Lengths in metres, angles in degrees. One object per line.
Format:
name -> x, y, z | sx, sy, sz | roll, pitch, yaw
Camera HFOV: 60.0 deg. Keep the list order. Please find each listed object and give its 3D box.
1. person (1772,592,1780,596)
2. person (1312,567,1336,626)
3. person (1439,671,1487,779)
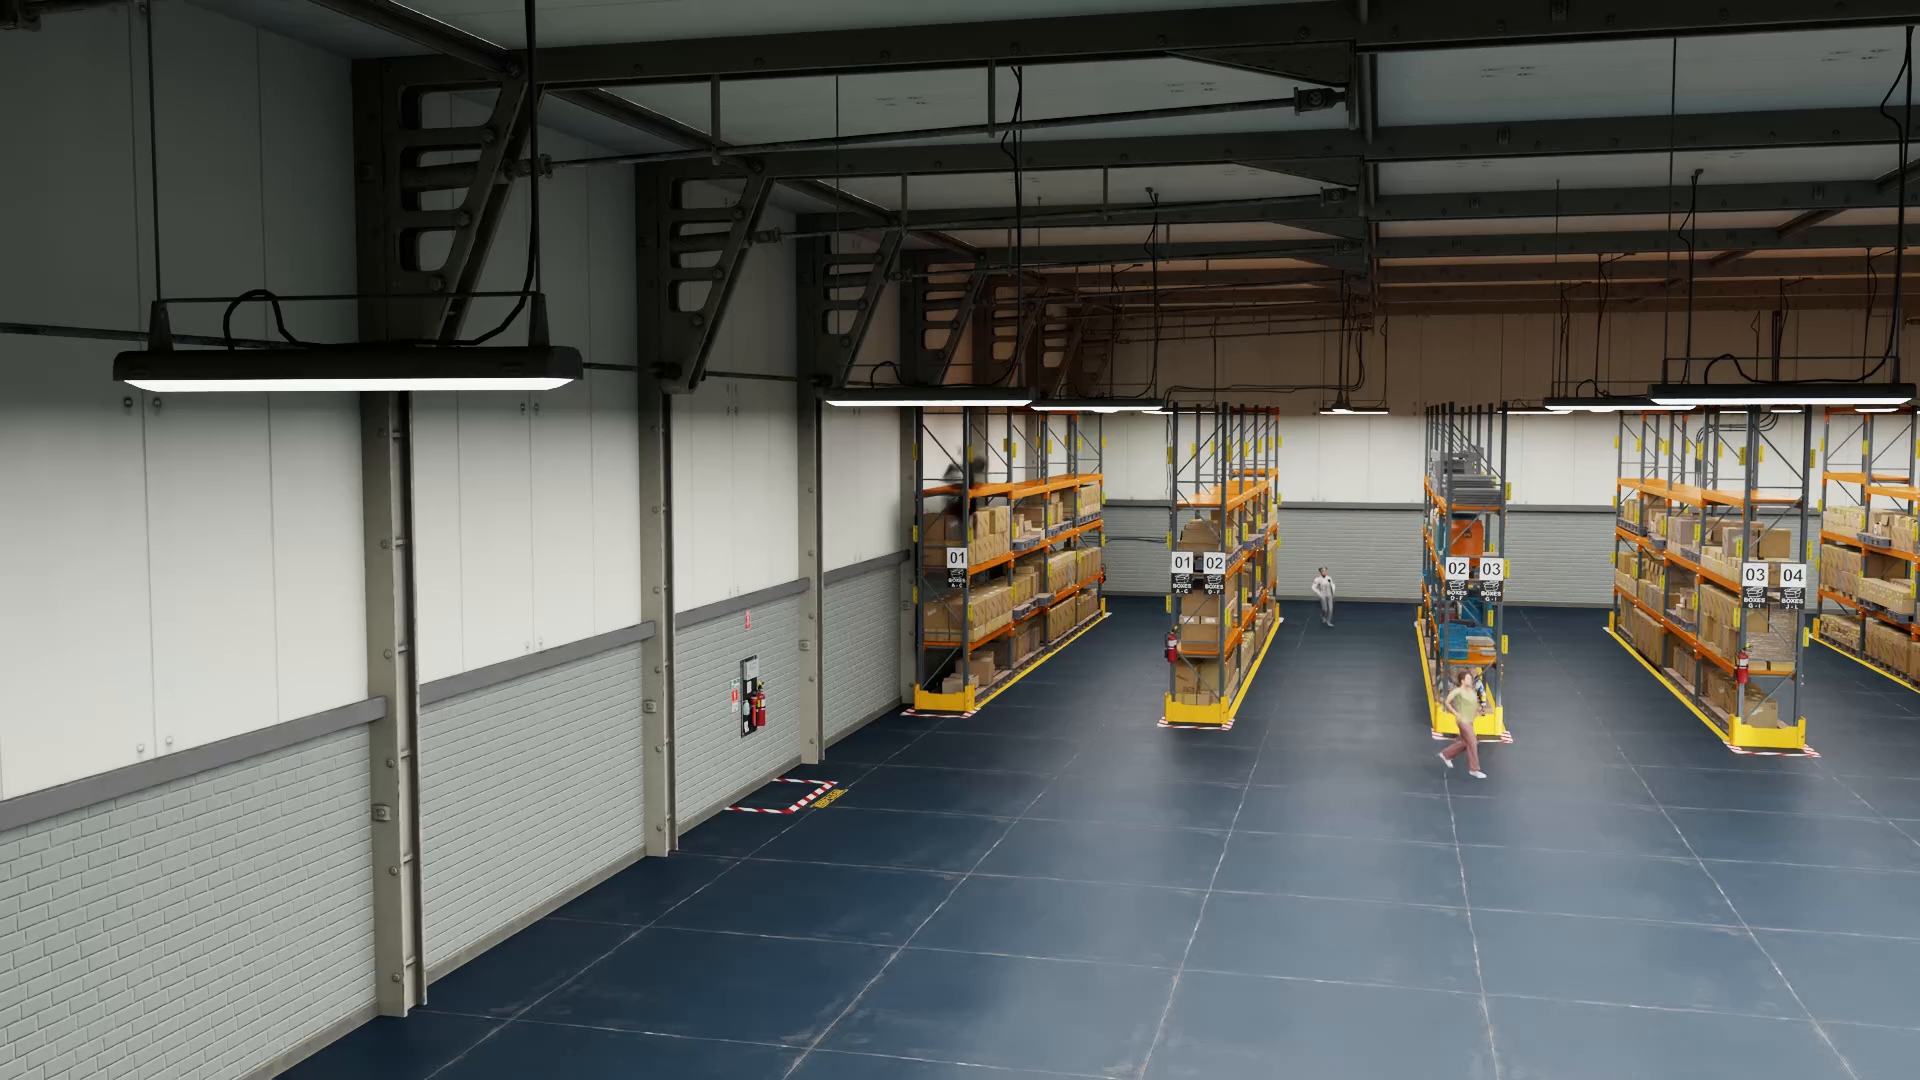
person -> 20.699, 1.730, 42.165 | 0.691, 1.826, 0.808 | 2, 5, 21
person -> 9.996, 1.541, 45.554 | 0.636, 1.640, 0.574 | -1, 4, -7
person -> 8.040, 2.921, 26.570 | 0.586, 1.671, 0.876 | -4, 6, -44
